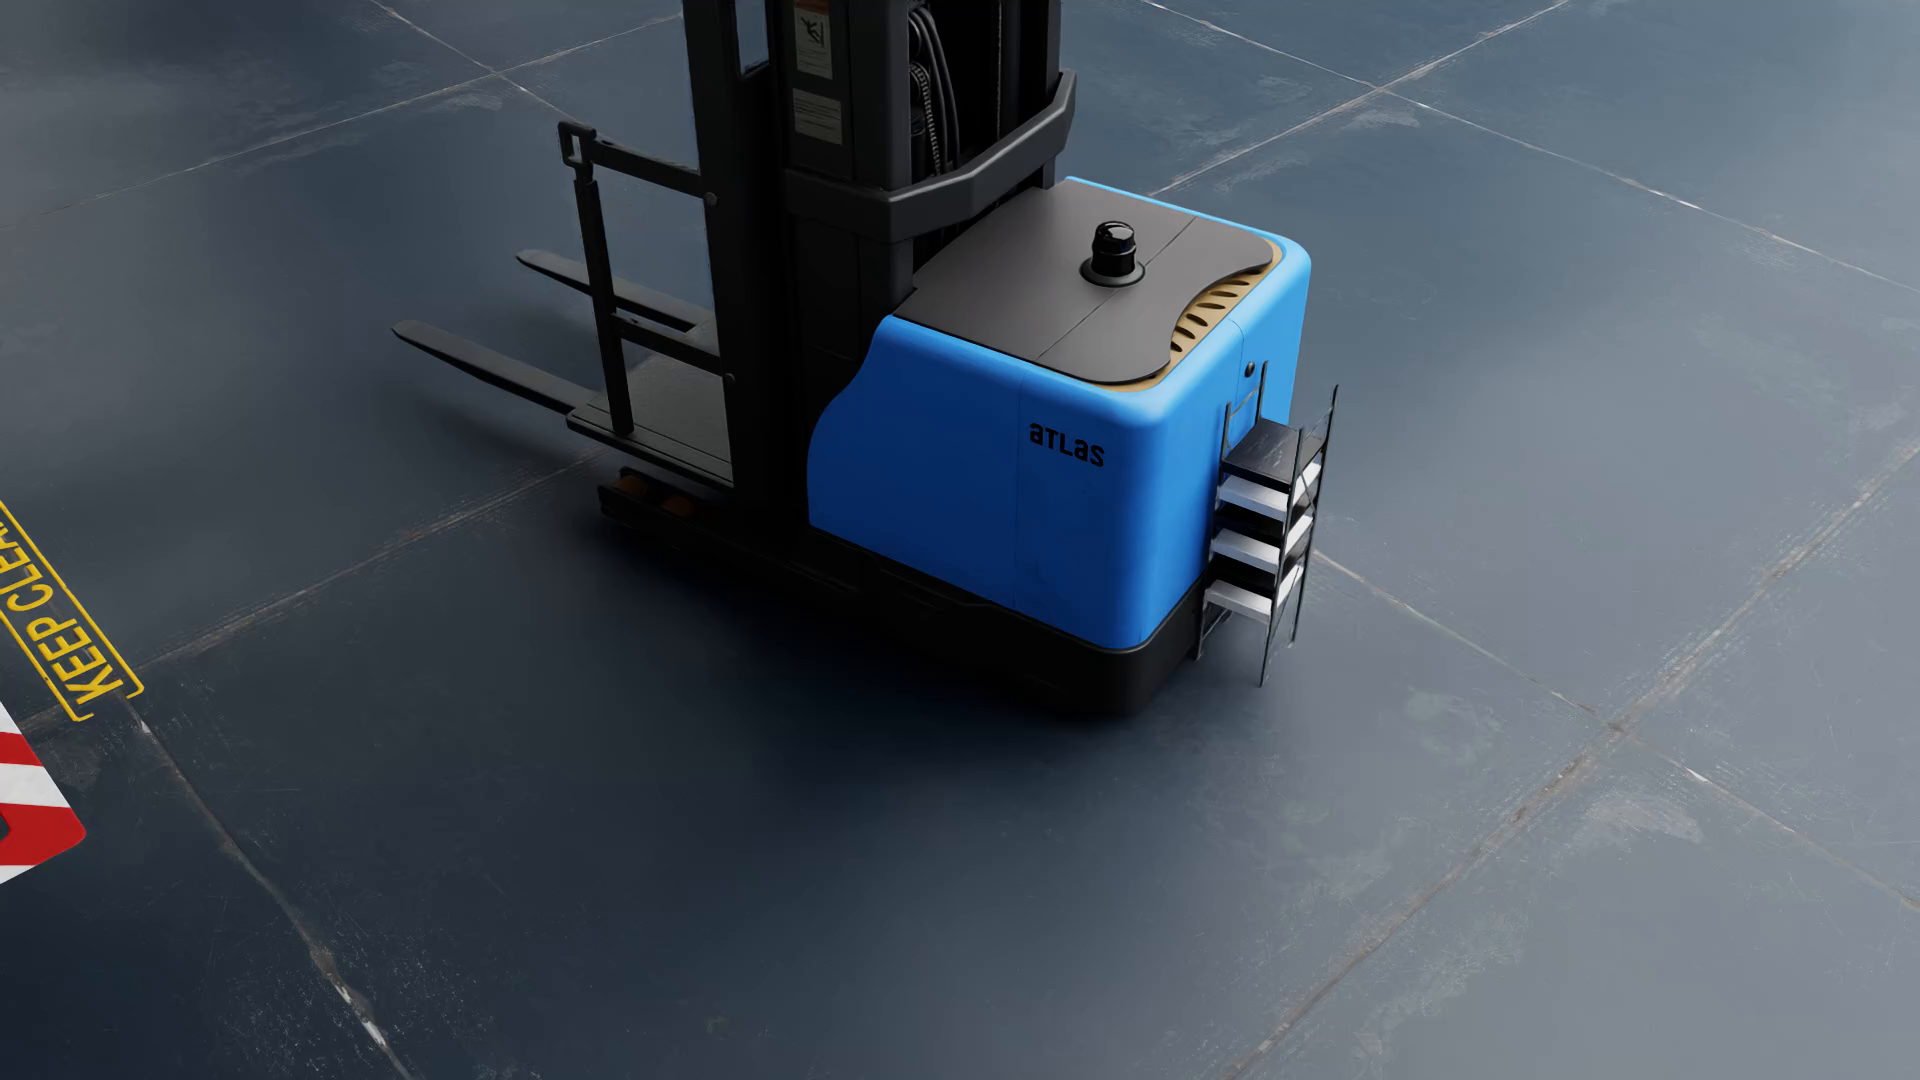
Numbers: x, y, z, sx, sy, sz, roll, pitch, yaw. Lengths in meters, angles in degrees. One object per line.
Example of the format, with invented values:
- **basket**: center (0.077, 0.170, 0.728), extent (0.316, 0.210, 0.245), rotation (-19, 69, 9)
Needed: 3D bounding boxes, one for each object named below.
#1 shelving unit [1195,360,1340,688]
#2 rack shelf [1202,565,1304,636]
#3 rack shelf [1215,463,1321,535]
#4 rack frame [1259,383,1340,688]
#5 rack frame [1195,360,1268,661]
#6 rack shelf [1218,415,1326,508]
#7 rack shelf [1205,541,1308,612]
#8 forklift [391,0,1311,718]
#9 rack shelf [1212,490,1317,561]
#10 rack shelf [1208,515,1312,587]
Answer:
- **shelving unit**: center (0.834, -0.028, 4.569), extent (0.210, 0.900, 0.258), rotation (22, 44, 25)
- **rack shelf**: center (0.834, 0.138, 4.703), extent (0.200, 0.077, 0.258), rotation (22, 44, 25)
- **rack shelf**: center (0.834, -0.142, 4.476), extent (0.200, 0.077, 0.258), rotation (22, 44, 25)
- **rack frame**: center (0.919, 0.007, 4.526), extent (0.006, 0.900, 0.240), rotation (22, 44, 25)
- **rack frame**: center (0.749, -0.063, 4.612), extent (0.006, 0.900, 0.240), rotation (22, 44, 25)
- **rack shelf**: center (0.834, -0.212, 4.420), extent (0.200, 0.077, 0.258), rotation (22, 44, 25)
- **rack shelf**: center (0.834, 0.068, 4.646), extent (0.200, 0.077, 0.258), rotation (22, 44, 25)
- **forklift**: center (-0.538, -1.366, 4.609), extent (3.031, 2.935, 1.130), rotation (22, 44, 25)
- **rack shelf**: center (0.834, -0.072, 4.533), extent (0.200, 0.077, 0.258), rotation (22, 44, 25)
- **rack shelf**: center (0.834, -0.002, 4.590), extent (0.200, 0.077, 0.258), rotation (22, 44, 25)
